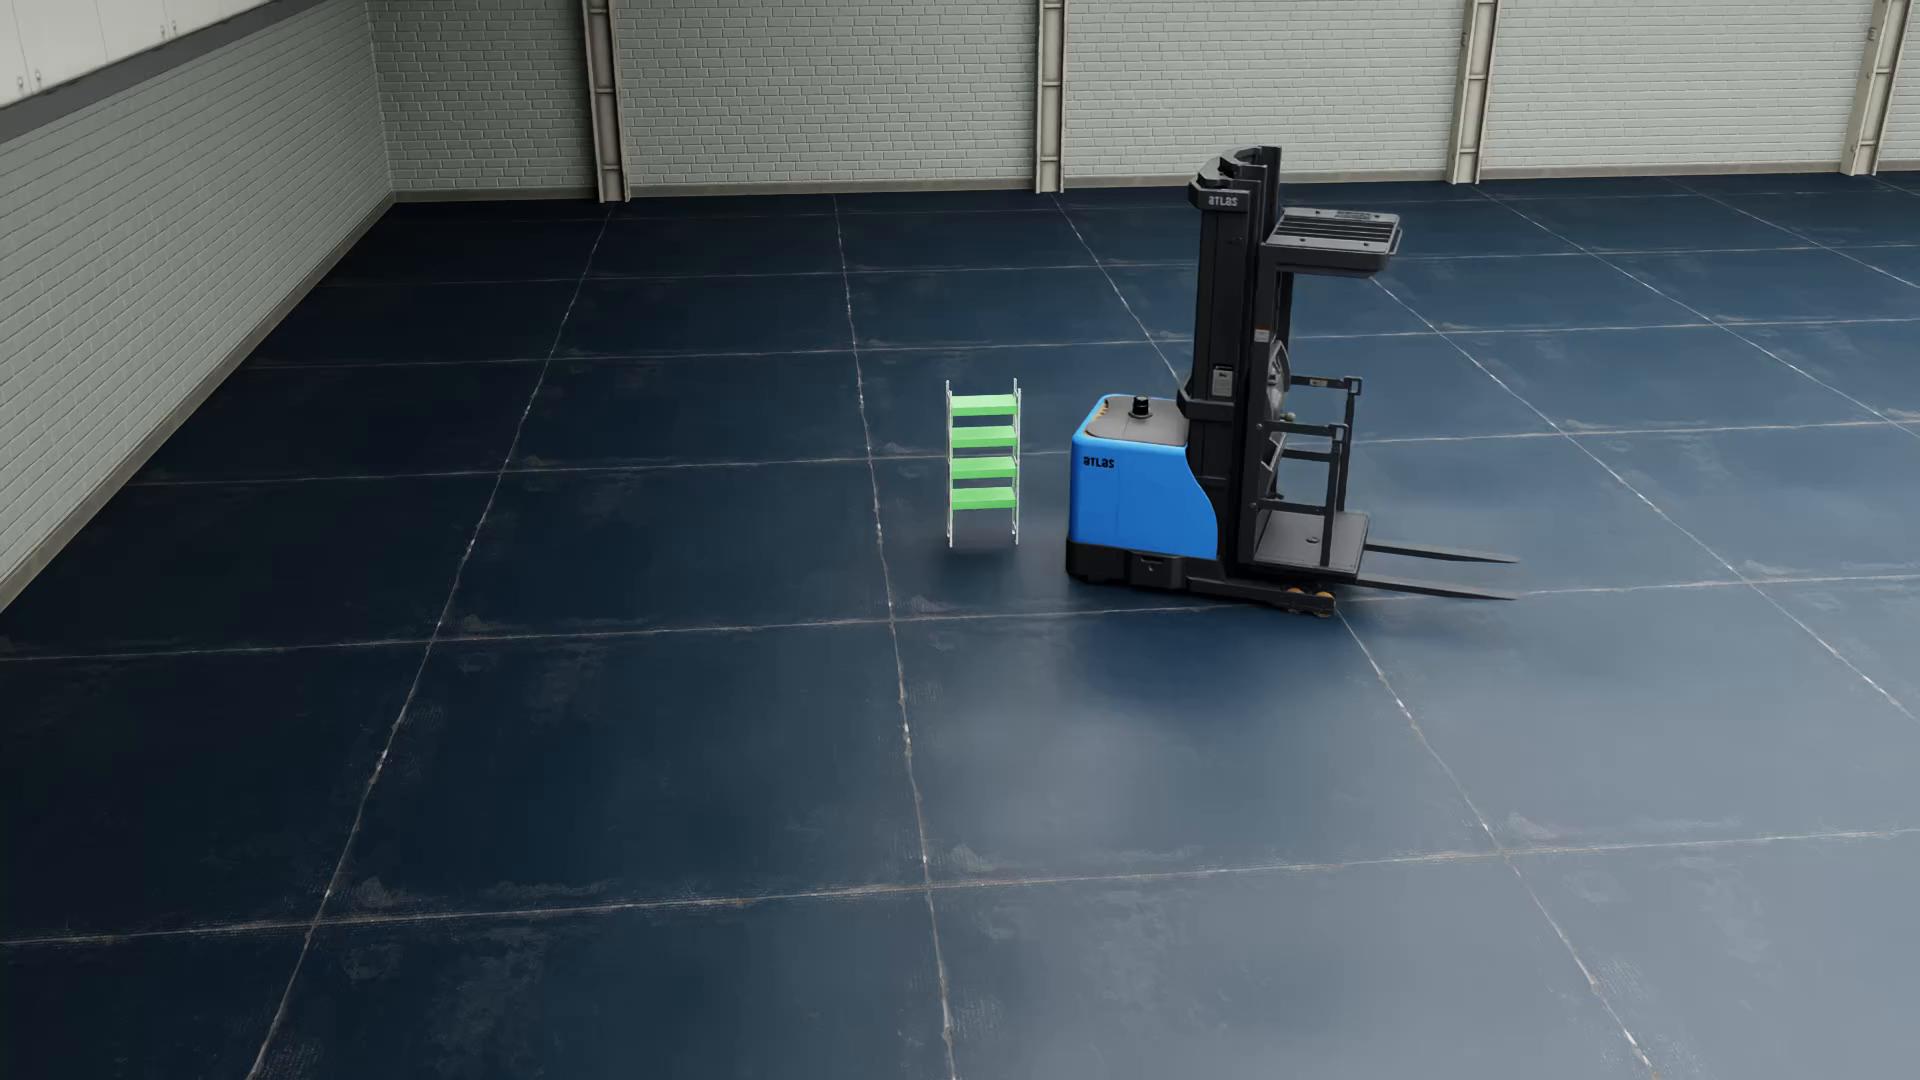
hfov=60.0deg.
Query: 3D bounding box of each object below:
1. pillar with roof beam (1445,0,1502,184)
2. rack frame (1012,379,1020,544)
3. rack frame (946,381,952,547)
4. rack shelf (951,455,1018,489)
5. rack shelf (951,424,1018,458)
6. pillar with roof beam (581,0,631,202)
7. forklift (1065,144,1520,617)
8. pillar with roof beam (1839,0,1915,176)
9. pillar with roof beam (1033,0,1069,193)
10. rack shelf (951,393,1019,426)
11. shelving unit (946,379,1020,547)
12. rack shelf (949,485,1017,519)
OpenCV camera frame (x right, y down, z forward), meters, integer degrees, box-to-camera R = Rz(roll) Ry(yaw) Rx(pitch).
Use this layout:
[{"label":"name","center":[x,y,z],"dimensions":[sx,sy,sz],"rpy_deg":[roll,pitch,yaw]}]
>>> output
[{"label":"pillar with roof beam","center":[7.632,-7.522,18.154],"dimensions":[0.400,9.000,9.100],"rpy_deg":[-2,24,-5]},{"label":"rack frame","center":[0.408,-0.565,12.103],"dimensions":[0.015,1.200,0.240],"rpy_deg":[-2,24,-5]},{"label":"rack frame","center":[-0.078,-0.545,12.060],"dimensions":[0.015,1.200,0.240],"rpy_deg":[-2,24,-5]},{"label":"rack shelf","center":[0.165,-0.496,12.107],"dimensions":[0.480,0.148,0.258],"rpy_deg":[-2,24,-5]},{"label":"rack shelf","center":[0.165,-0.716,12.010],"dimensions":[0.480,0.148,0.258],"rpy_deg":[-2,24,-5]},{"label":"pillar with roof beam","center":[-4.310,-7.043,17.076],"dimensions":[0.400,9.000,9.100],"rpy_deg":[-2,24,-5]},{"label":"forklift","center":[2.317,-1.064,11.096],"dimensions":[3.031,2.935,1.130],"rpy_deg":[7,25,16]},{"label":"pillar with roof beam","center":[13.603,-7.761,18.693],"dimensions":[0.400,9.000,9.100],"rpy_deg":[-2,24,-5]},{"label":"pillar with roof beam","center":[1.661,-7.282,17.615],"dimensions":[0.400,9.000,9.100],"rpy_deg":[-2,24,-5]},{"label":"rack shelf","center":[0.165,-0.935,11.912],"dimensions":[0.480,0.148,0.258],"rpy_deg":[-2,24,-5]},{"label":"shelving unit","center":[0.165,-0.555,12.081],"dimensions":[0.503,1.200,0.258],"rpy_deg":[-2,24,-5]},{"label":"rack shelf","center":[0.165,-0.277,12.205],"dimensions":[0.480,0.148,0.258],"rpy_deg":[-2,24,-5]}]
